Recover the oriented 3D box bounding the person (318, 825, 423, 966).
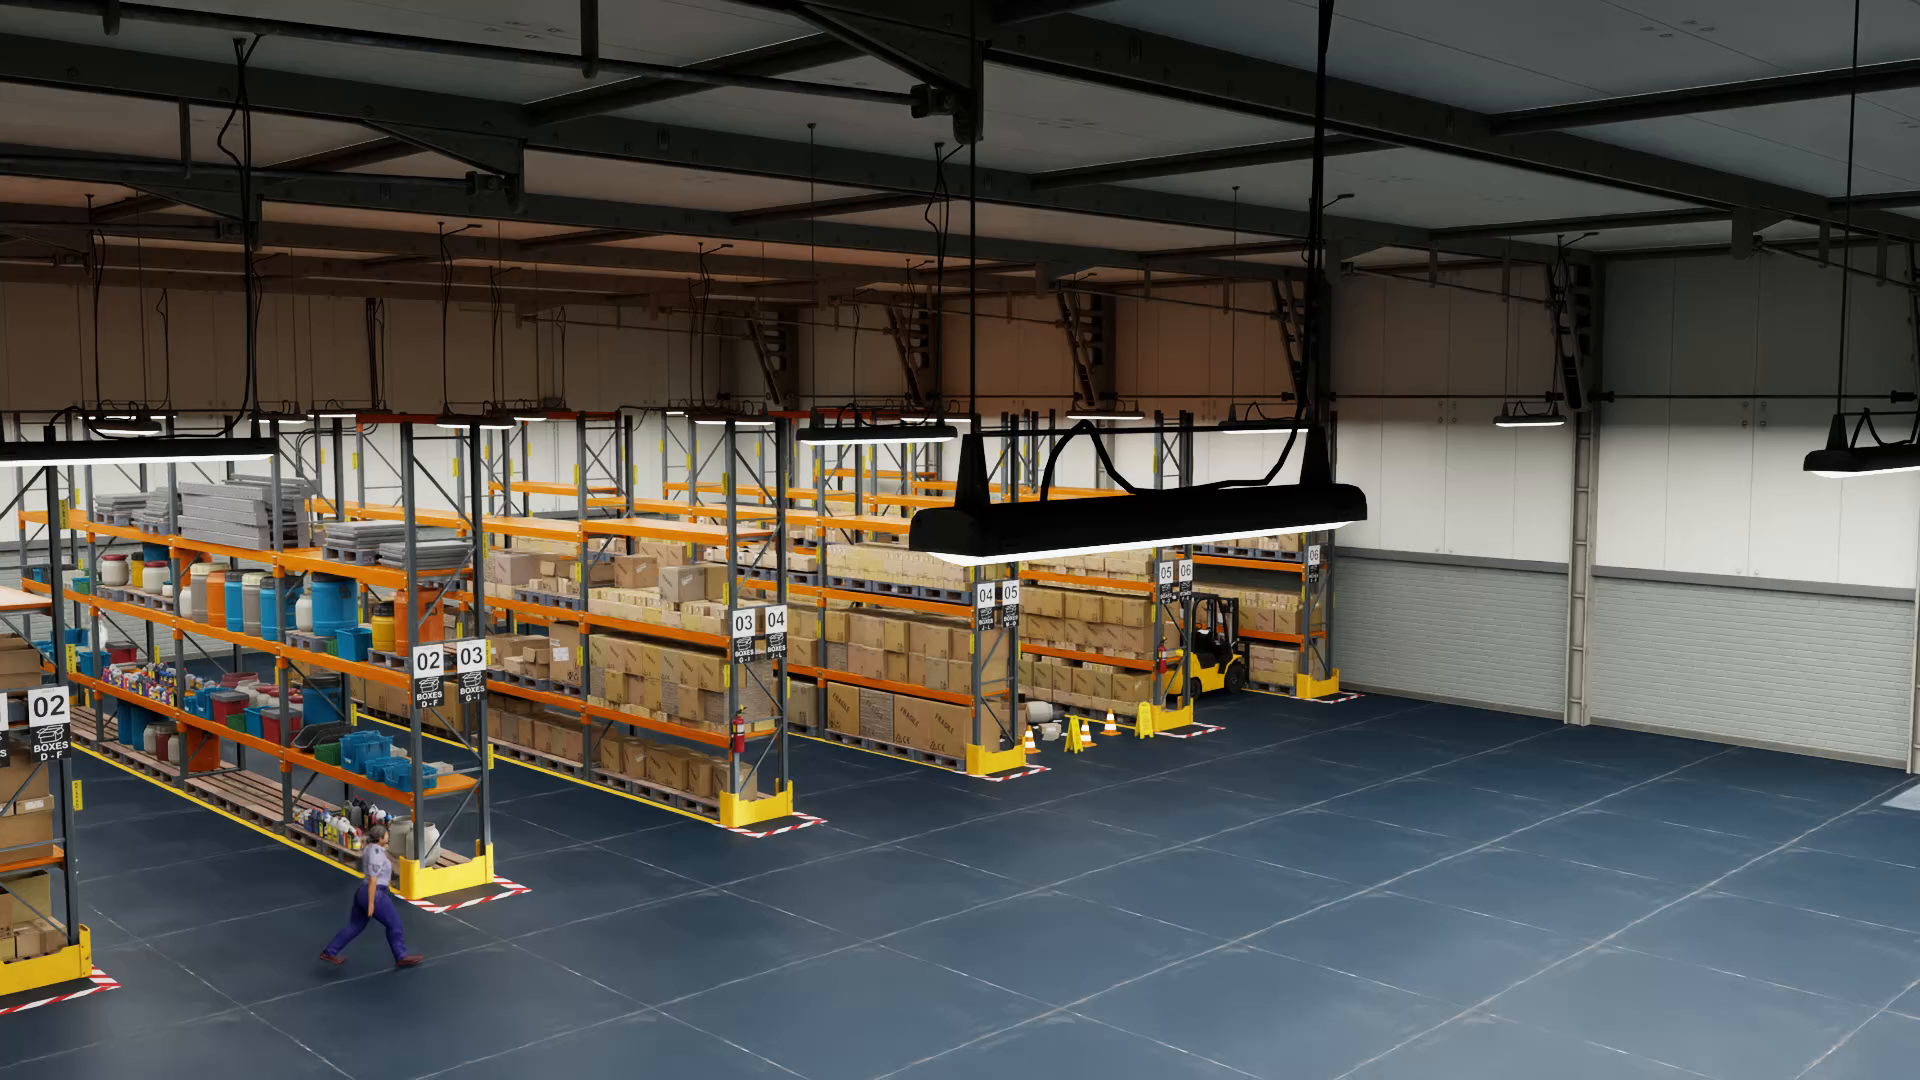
[{"bbox_3d":[-6.538,3.939,18.393,1.068,1.584,0.489,-3,6,-28],"label":"person"}]

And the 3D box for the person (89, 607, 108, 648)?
[{"bbox_3d":[-18.678,2.328,35.958,0.822,1.751,0.530,-2,5,-26],"label":"person"}]

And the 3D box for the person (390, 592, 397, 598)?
[{"bbox_3d":[-13.563,2.059,39.665,0.715,1.684,0.658,-4,6,-36],"label":"person"}]
